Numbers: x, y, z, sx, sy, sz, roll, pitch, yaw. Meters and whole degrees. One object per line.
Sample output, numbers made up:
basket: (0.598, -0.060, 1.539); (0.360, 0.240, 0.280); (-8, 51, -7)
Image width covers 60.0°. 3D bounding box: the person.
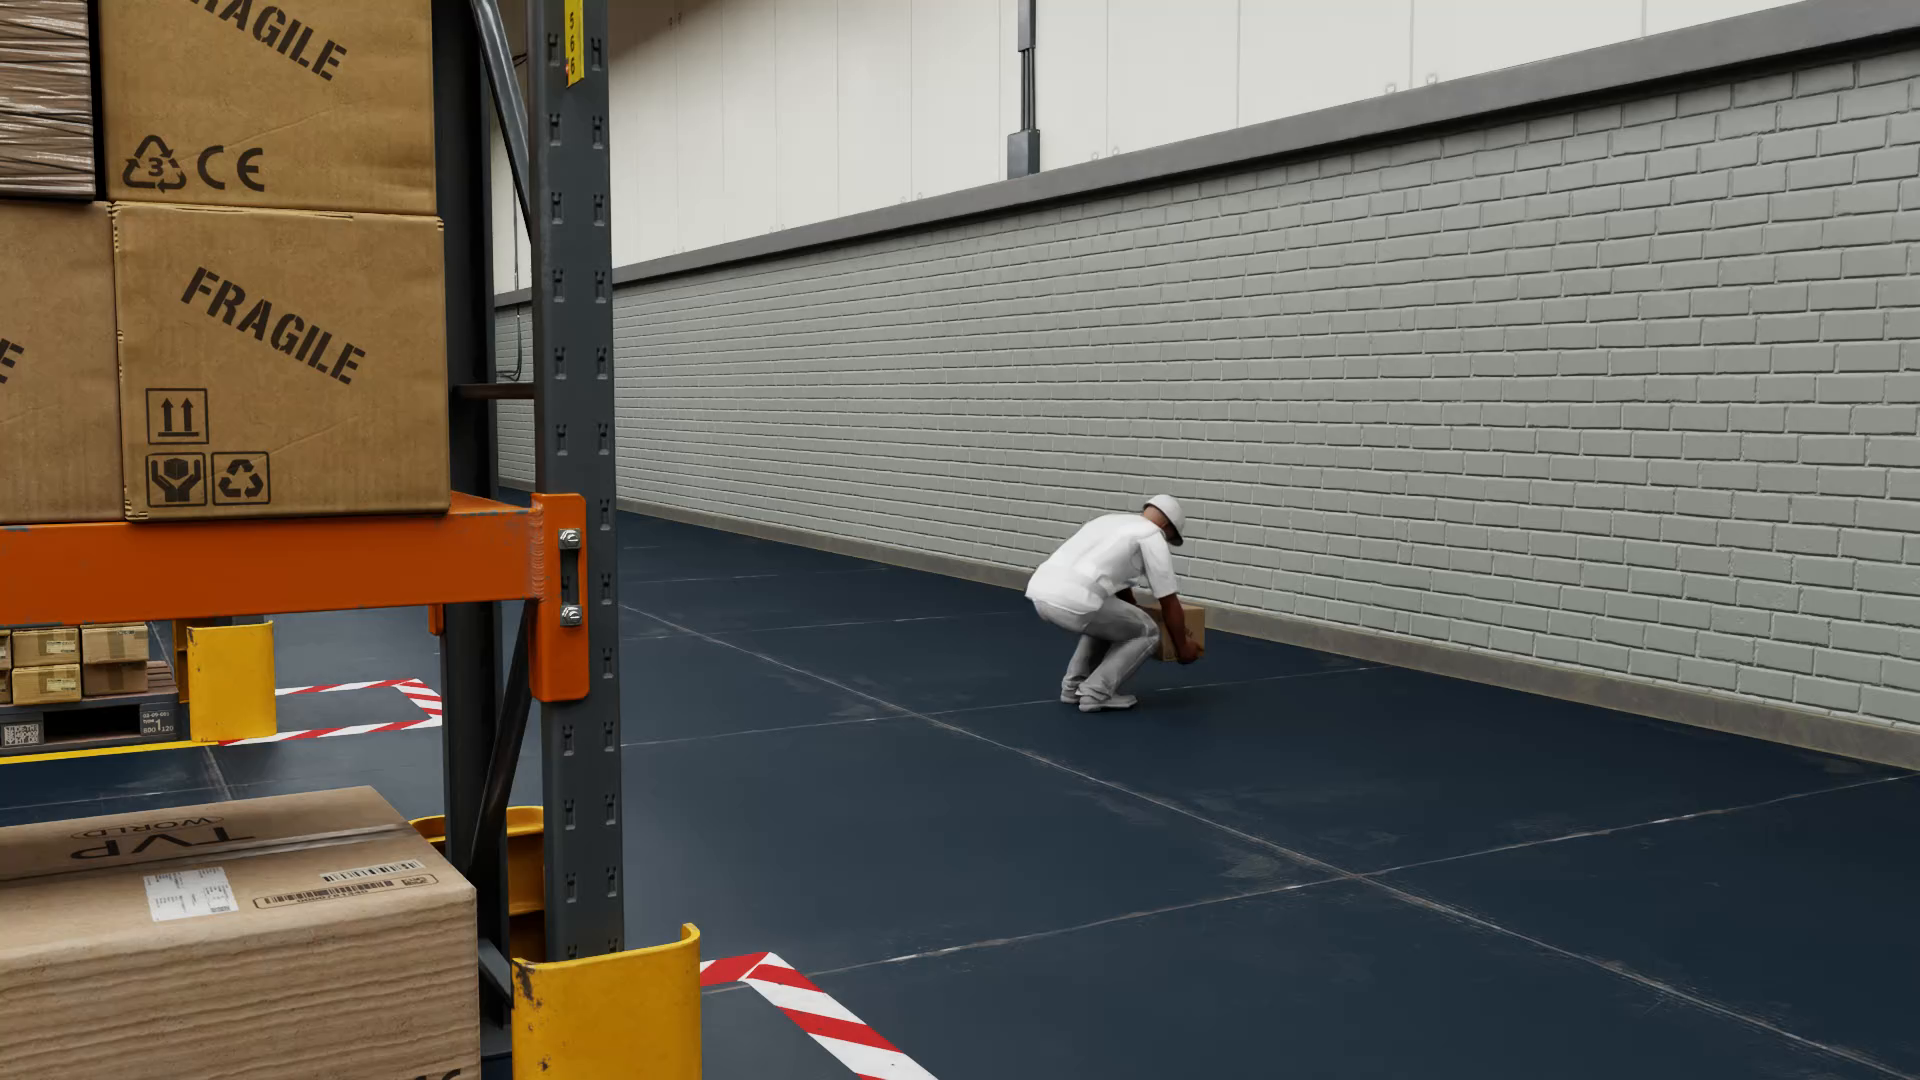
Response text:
person: (0.741, 0.294, 8.130); (0.902, 1.013, 0.537); (-3, 6, -30)
